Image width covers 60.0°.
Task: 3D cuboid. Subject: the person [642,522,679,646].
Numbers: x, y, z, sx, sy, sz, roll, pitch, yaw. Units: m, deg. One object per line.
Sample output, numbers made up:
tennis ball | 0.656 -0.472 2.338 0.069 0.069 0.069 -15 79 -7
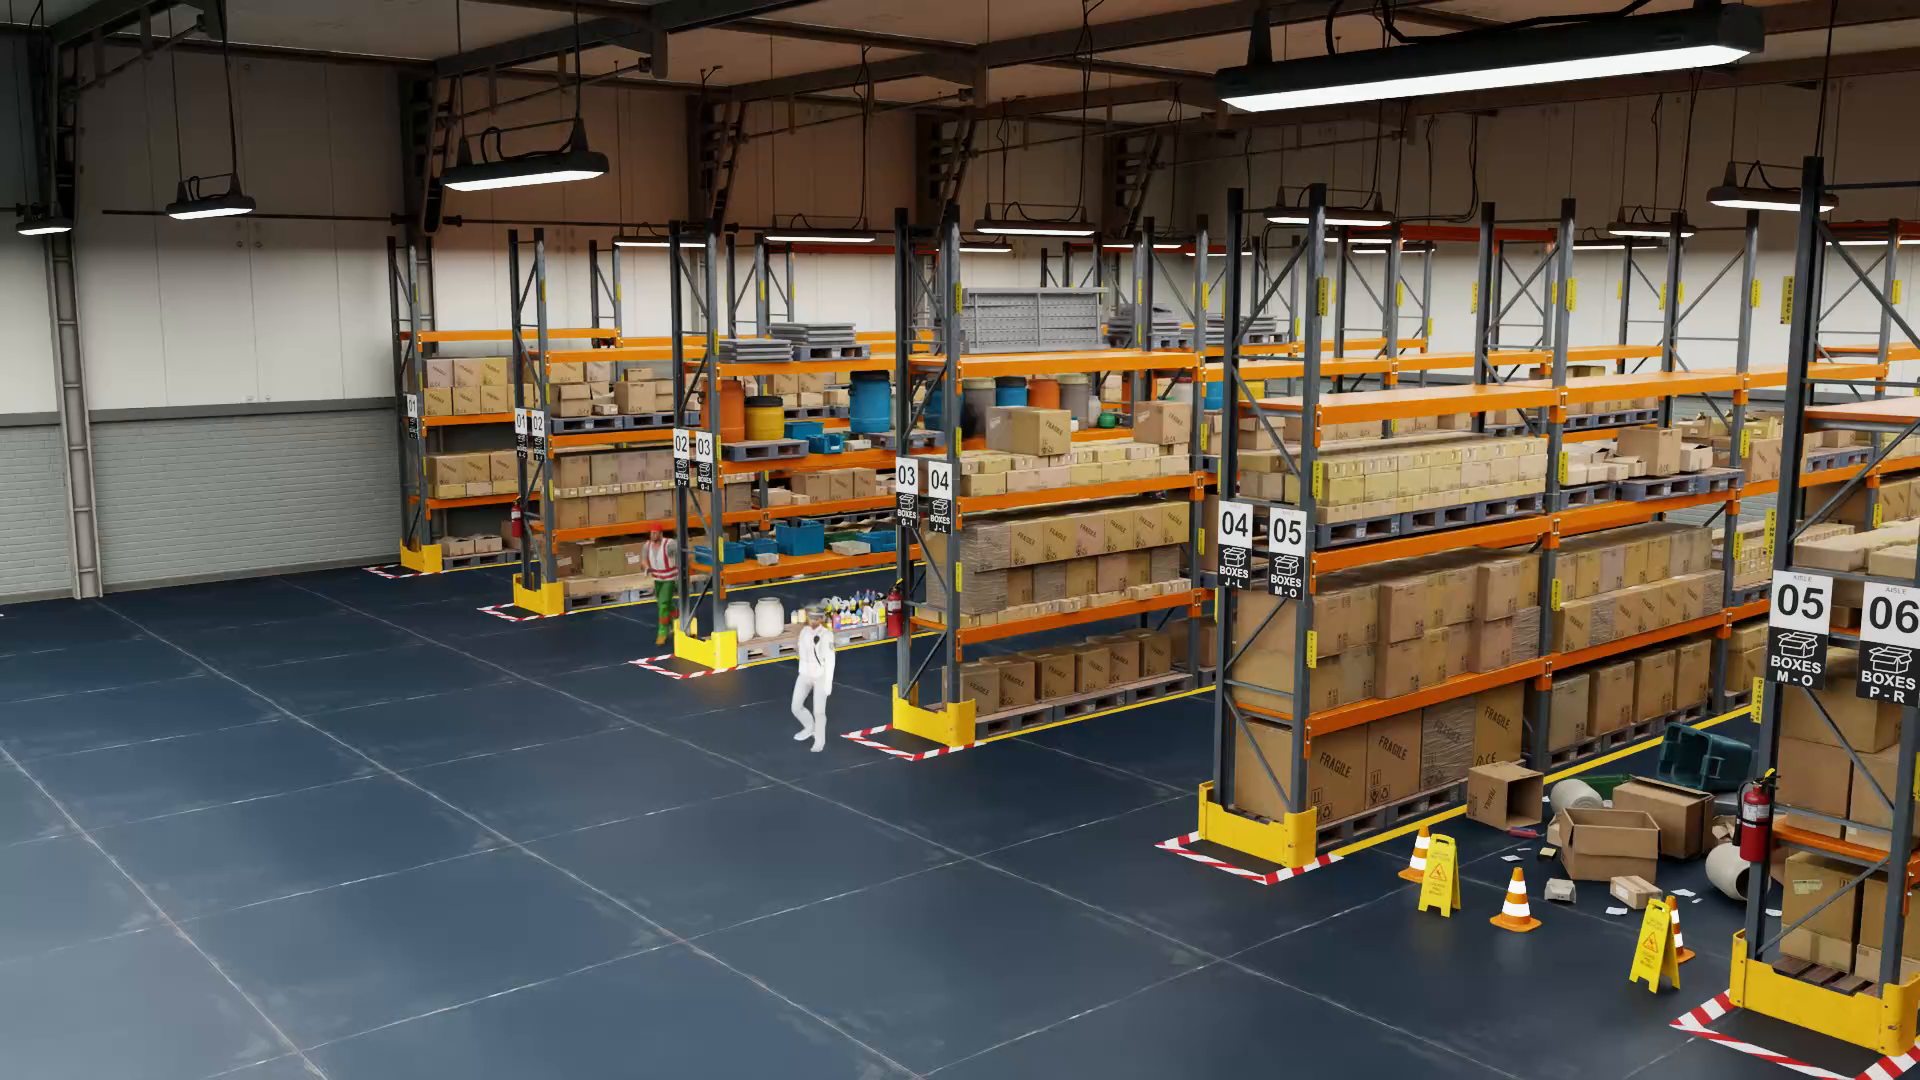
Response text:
person | -4.249 0.595 24.184 0.703 1.788 0.839 5 10 28

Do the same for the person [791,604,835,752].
person | -1.622 1.527 18.474 0.598 1.689 0.462 4 10 27

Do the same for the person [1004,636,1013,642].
person | 0.637 0.496 23.019 0.830 1.837 0.691 -9 12 -44
